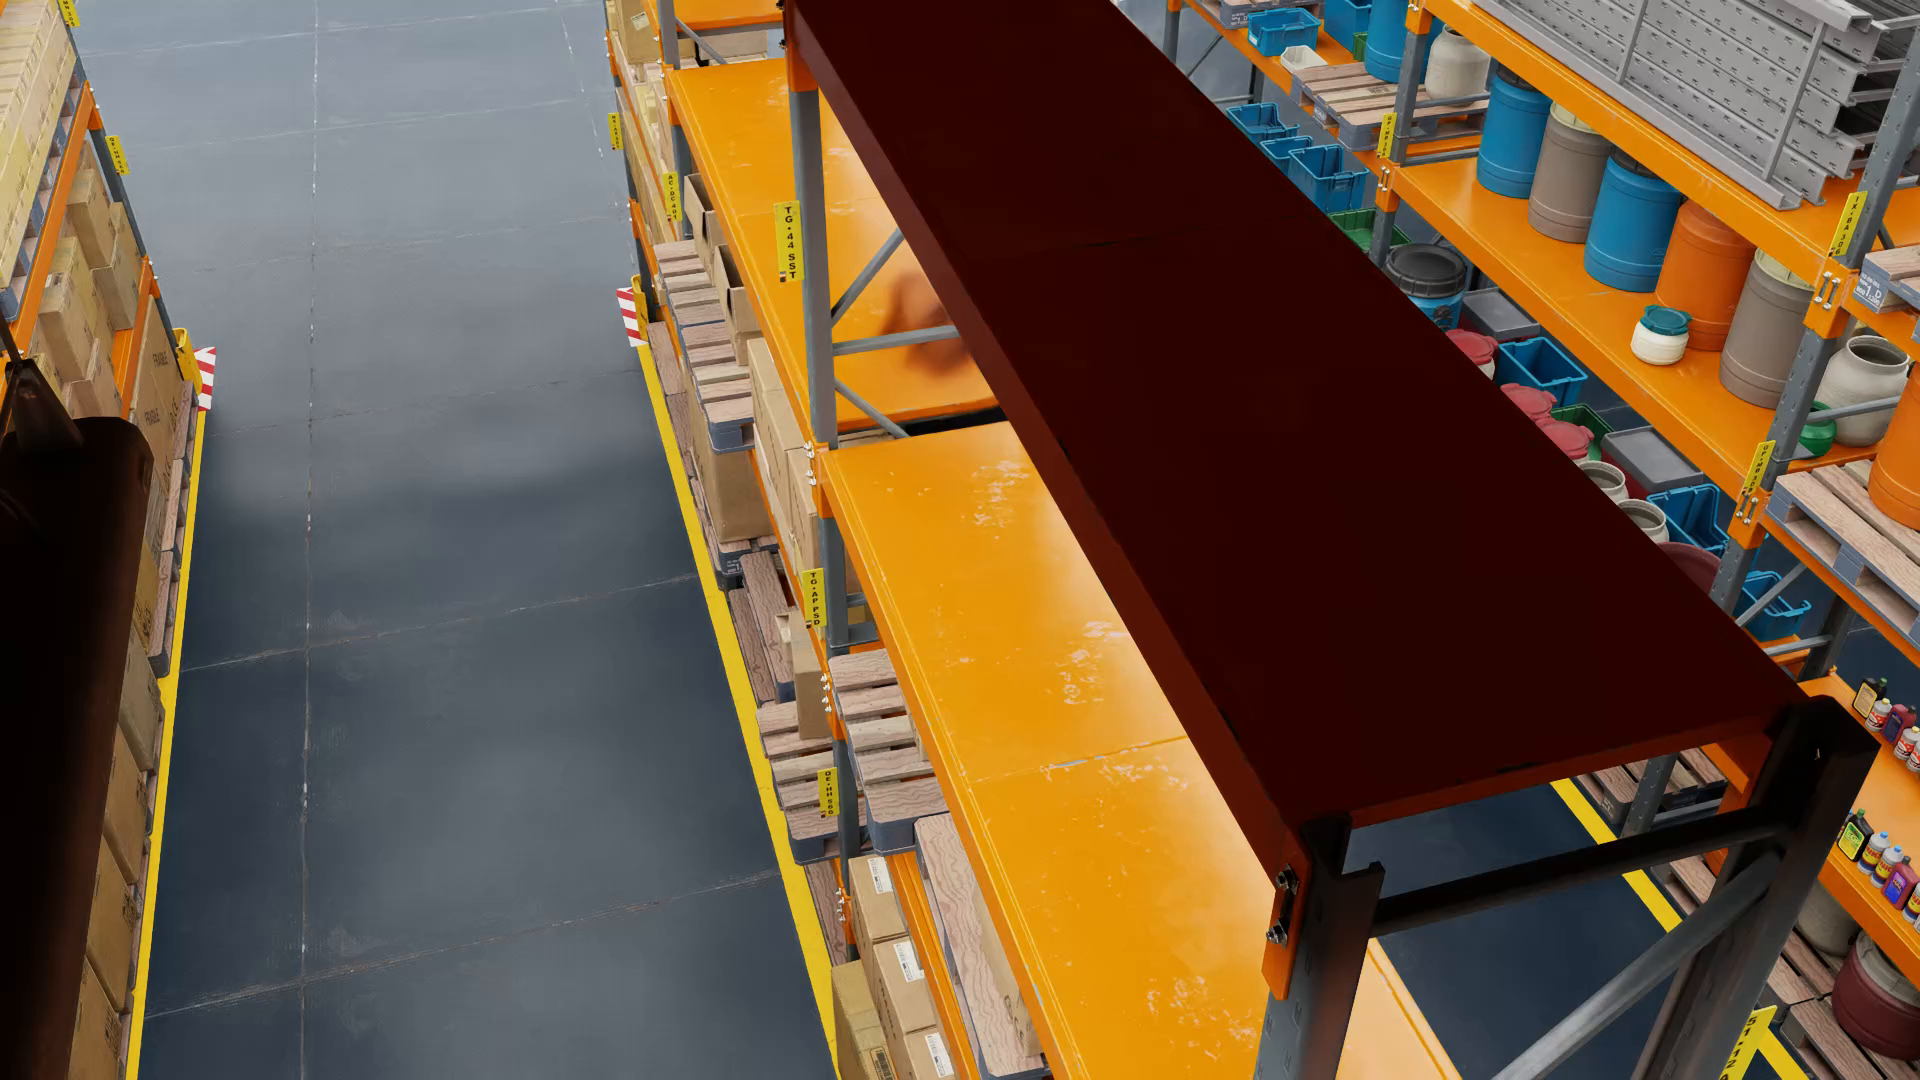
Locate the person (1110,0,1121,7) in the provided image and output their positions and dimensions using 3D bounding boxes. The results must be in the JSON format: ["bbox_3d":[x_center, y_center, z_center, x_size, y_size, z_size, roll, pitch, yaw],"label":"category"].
[{"bbox_3d":[1.607,-5.847,18.873,0.538,1.663,0.630,5,39,6],"label":"person"}]
